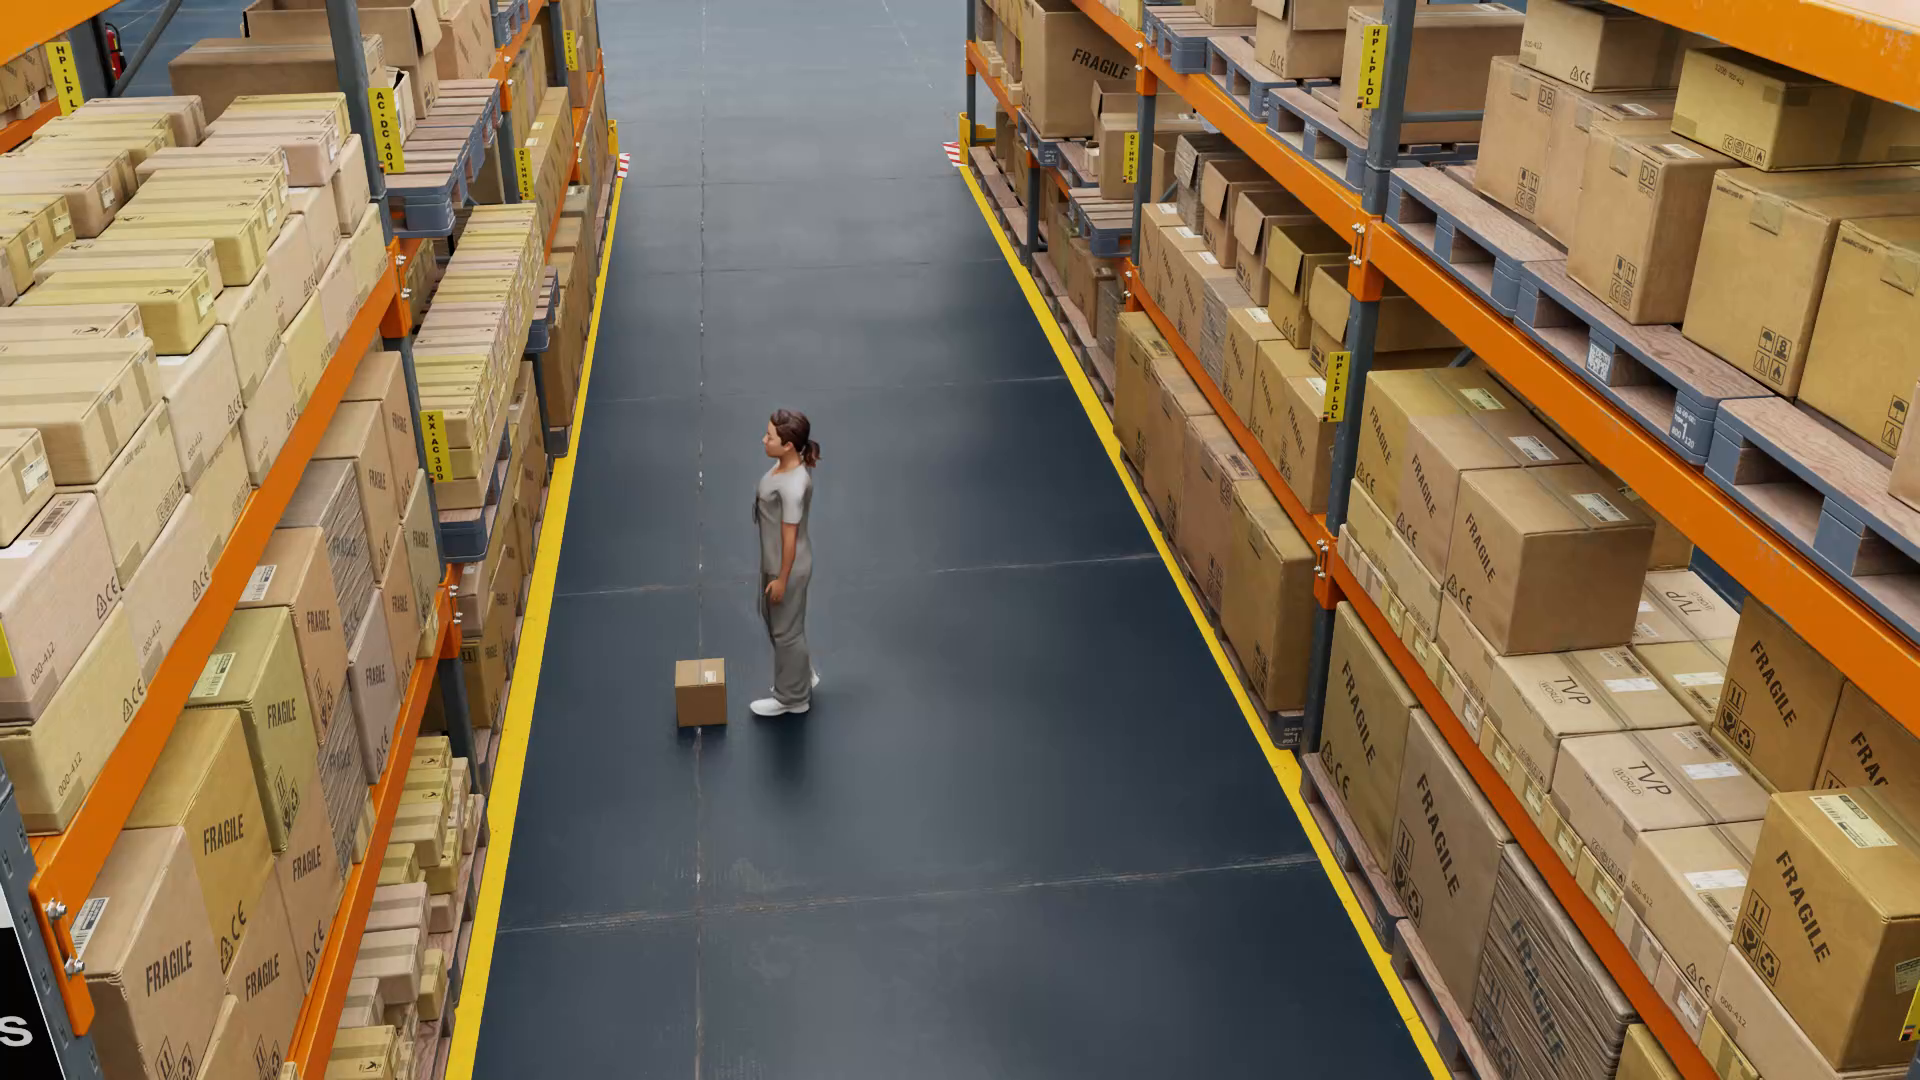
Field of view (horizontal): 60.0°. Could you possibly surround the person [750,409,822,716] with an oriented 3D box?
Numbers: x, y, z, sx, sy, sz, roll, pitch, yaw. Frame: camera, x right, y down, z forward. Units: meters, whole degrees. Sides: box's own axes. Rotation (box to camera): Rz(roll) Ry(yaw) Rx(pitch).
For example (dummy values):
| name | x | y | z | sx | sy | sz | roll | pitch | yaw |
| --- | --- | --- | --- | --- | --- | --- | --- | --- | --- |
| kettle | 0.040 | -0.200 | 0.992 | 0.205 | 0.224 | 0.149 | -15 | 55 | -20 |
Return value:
| name | x | y | z | sx | sy | sz | roll | pitch | yaw |
| --- | --- | --- | --- | --- | --- | --- | --- | --- | --- |
| person | -0.883 | 0.152 | 8.374 | 0.432 | 1.730 | 0.453 | -3 | 27 | -6 |
